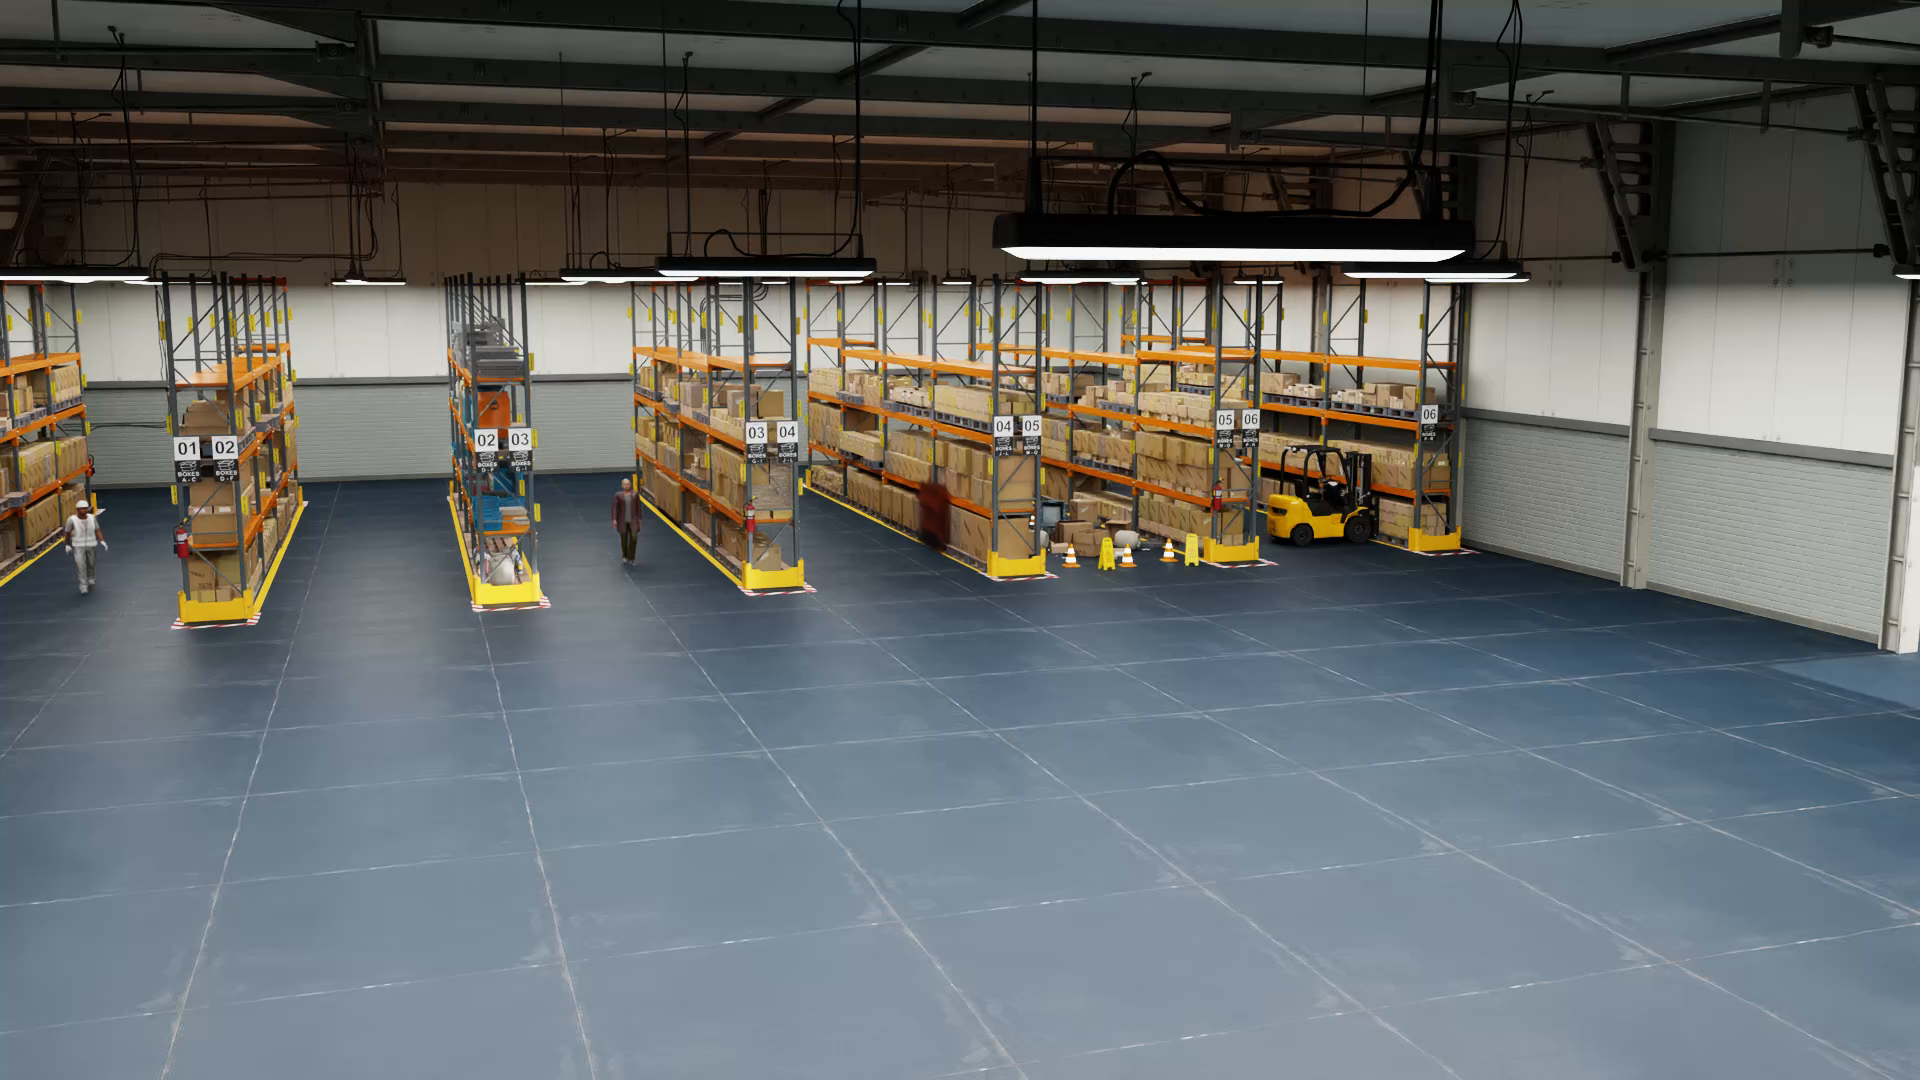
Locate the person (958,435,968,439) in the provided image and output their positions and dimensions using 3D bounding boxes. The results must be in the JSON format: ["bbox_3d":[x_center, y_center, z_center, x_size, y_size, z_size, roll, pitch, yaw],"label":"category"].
[{"bbox_3d":[0.226,-3.079,52.672,1.018,1.713,0.532,-6,11,-36],"label":"person"}]

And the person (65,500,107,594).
[{"bbox_3d":[-16.566,0.110,31.514,0.694,1.735,1.087,-6,10,-33],"label":"person"}]

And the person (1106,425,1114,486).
[{"bbox_3d":[4.346,-2.451,48.378,0.489,1.790,0.597,5,10,28],"label":"person"}]

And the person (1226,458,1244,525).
[{"bbox_3d":[6.678,-1.131,40.061,0.486,1.700,0.371,-8,12,-42],"label":"person"}]

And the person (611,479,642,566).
[{"bbox_3d":[-6.962,-0.356,34.751,0.650,1.860,0.580,-2,9,-15],"label":"person"}]
